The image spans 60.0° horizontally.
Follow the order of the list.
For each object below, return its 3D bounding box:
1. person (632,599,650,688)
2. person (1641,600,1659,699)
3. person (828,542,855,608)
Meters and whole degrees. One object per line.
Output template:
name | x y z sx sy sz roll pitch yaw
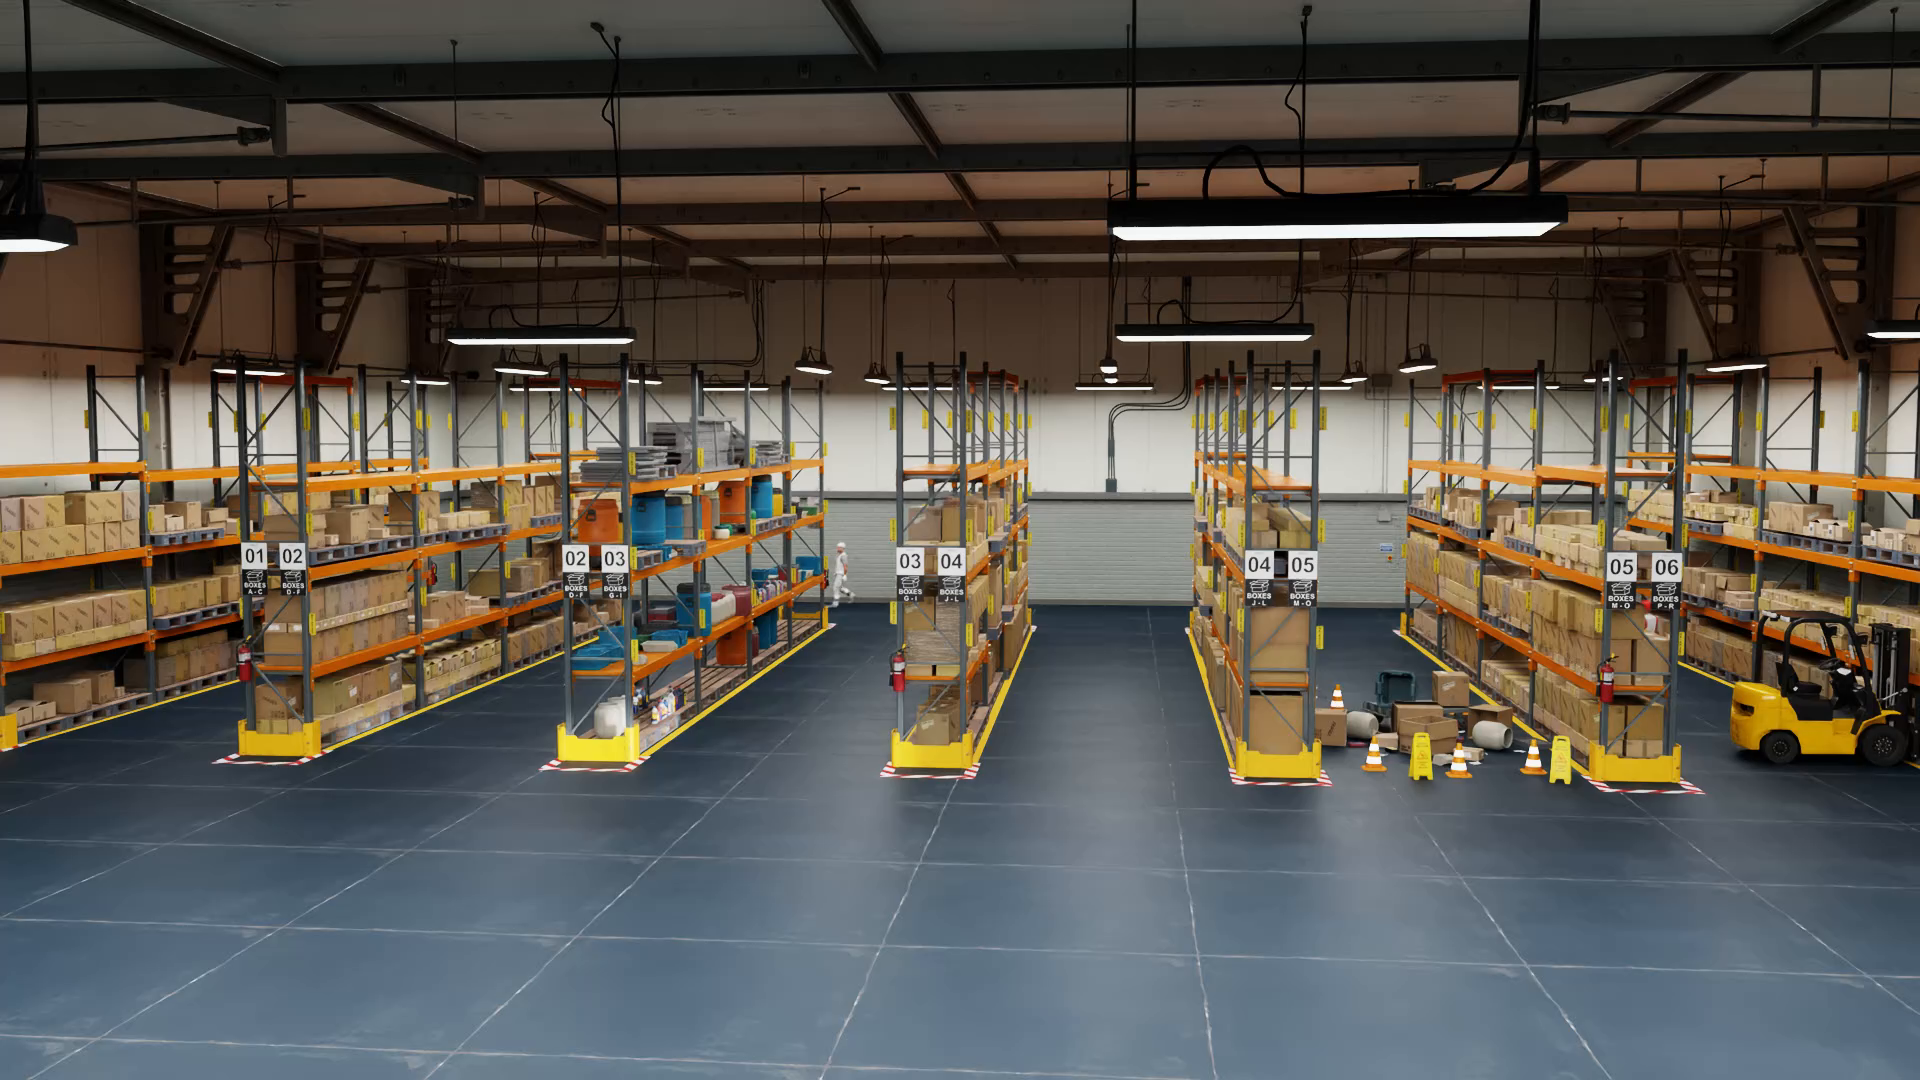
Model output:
person | -5.896 1.943 30.862 0.570 1.719 0.477 0 4 1
person | 12.383 1.975 30.021 0.605 1.792 0.456 -2 4 -23
person | -3.183 0.908 44.835 0.816 1.726 0.594 -2 4 -25
